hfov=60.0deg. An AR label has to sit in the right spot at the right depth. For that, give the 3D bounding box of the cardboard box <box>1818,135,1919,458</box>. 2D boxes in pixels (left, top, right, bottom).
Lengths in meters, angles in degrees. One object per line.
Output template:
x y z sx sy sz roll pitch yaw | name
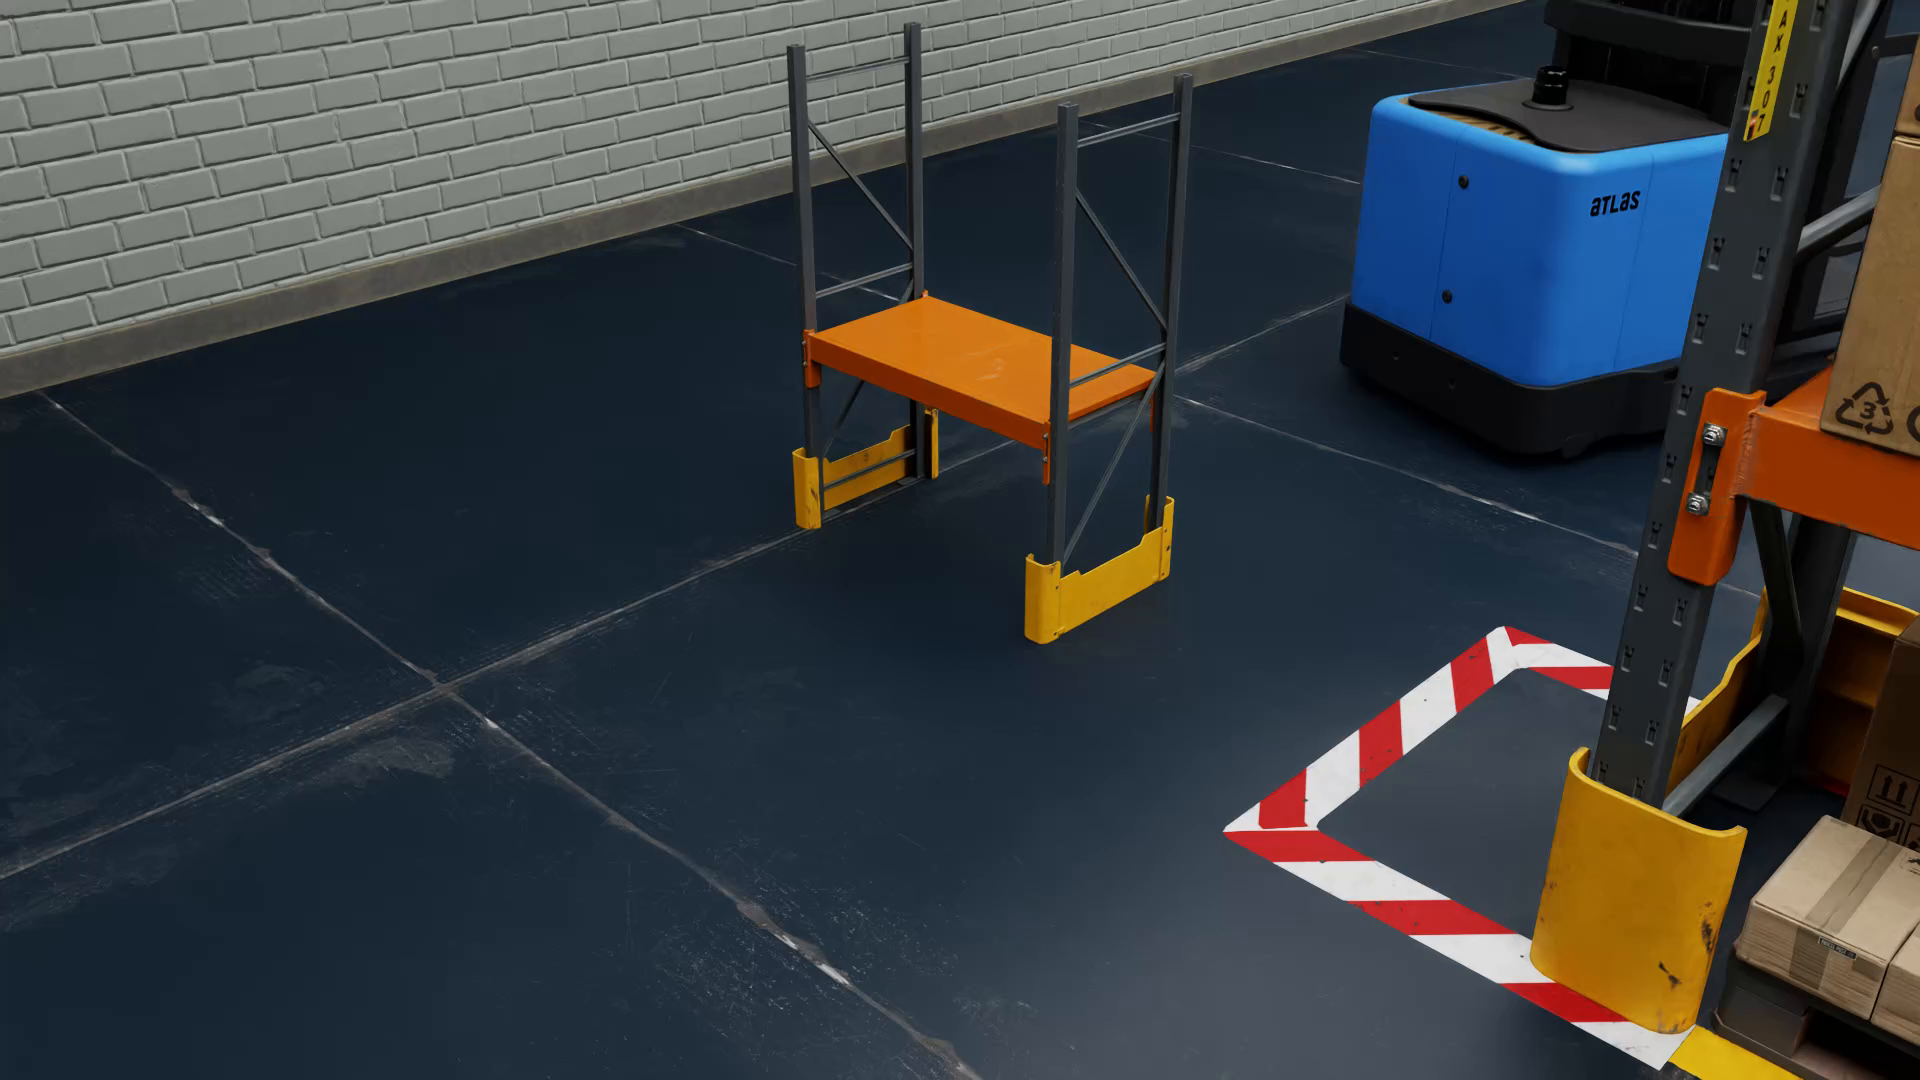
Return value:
1.798 -0.404 2.688 0.500 0.500 0.500 -24 36 -38 | cardboard box

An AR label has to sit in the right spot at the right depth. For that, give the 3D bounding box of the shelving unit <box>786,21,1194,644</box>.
0.054 -0.639 4.854 1.083 1.500 0.587 25 36 38 | shelving unit

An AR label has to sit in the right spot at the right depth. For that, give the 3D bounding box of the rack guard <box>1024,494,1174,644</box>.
0.409 0.077 4.835 0.087 0.250 0.587 25 36 38 | rack guard

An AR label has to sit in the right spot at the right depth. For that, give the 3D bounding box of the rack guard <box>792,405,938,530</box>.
-0.301 -0.248 5.454 0.087 0.250 0.587 25 36 38 | rack guard

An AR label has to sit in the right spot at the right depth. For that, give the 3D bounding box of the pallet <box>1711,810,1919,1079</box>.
2.290 0.927 3.261 1.213 0.211 1.003 25 36 38 | pallet

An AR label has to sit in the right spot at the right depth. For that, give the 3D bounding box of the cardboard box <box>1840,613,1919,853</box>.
2.227 0.415 3.451 0.500 0.500 0.500 25 36 38 | cardboard box

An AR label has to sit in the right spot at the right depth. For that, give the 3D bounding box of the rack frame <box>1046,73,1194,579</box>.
0.423 -0.470 4.533 0.032 1.500 0.500 25 36 38 | rack frame

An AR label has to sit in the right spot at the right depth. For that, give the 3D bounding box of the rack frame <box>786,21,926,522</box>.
-0.302 -0.802 5.163 0.032 1.500 0.500 25 36 38 | rack frame

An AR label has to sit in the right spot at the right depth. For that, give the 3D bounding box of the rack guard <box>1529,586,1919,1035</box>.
1.721 0.539 3.688 0.348 0.500 1.175 25 36 38 | rack guard

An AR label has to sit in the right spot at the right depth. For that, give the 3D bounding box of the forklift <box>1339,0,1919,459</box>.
3.013 -2.044 5.988 3.031 2.935 1.130 -13 31 -24 | forklift

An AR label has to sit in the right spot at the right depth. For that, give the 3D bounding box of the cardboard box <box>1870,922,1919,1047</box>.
1.903 0.799 3.078 0.250 0.166 0.380 25 36 38 | cardboard box

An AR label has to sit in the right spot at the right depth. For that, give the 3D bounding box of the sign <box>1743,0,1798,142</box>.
1.286 -0.795 2.609 0.005 0.325 0.100 25 36 38 | sign

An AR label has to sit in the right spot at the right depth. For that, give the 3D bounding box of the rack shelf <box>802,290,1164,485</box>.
0.061 -0.477 4.932 1.000 0.185 0.538 25 36 38 | rack shelf

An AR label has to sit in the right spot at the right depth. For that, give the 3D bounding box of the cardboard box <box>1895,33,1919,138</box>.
1.798 -0.847 2.456 0.500 0.500 0.500 -24 36 -38 | cardboard box

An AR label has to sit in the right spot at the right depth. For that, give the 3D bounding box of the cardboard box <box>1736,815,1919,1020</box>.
1.724 0.726 3.238 0.250 0.149 0.380 25 36 38 | cardboard box

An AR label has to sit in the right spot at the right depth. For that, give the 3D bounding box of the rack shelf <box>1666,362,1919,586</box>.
3.093 0.379 2.080 4.000 0.370 1.077 25 36 38 | rack shelf

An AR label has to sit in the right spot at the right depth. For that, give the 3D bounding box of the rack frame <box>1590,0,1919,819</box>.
1.667 -0.592 3.153 0.127 3.000 1.000 25 36 38 | rack frame
